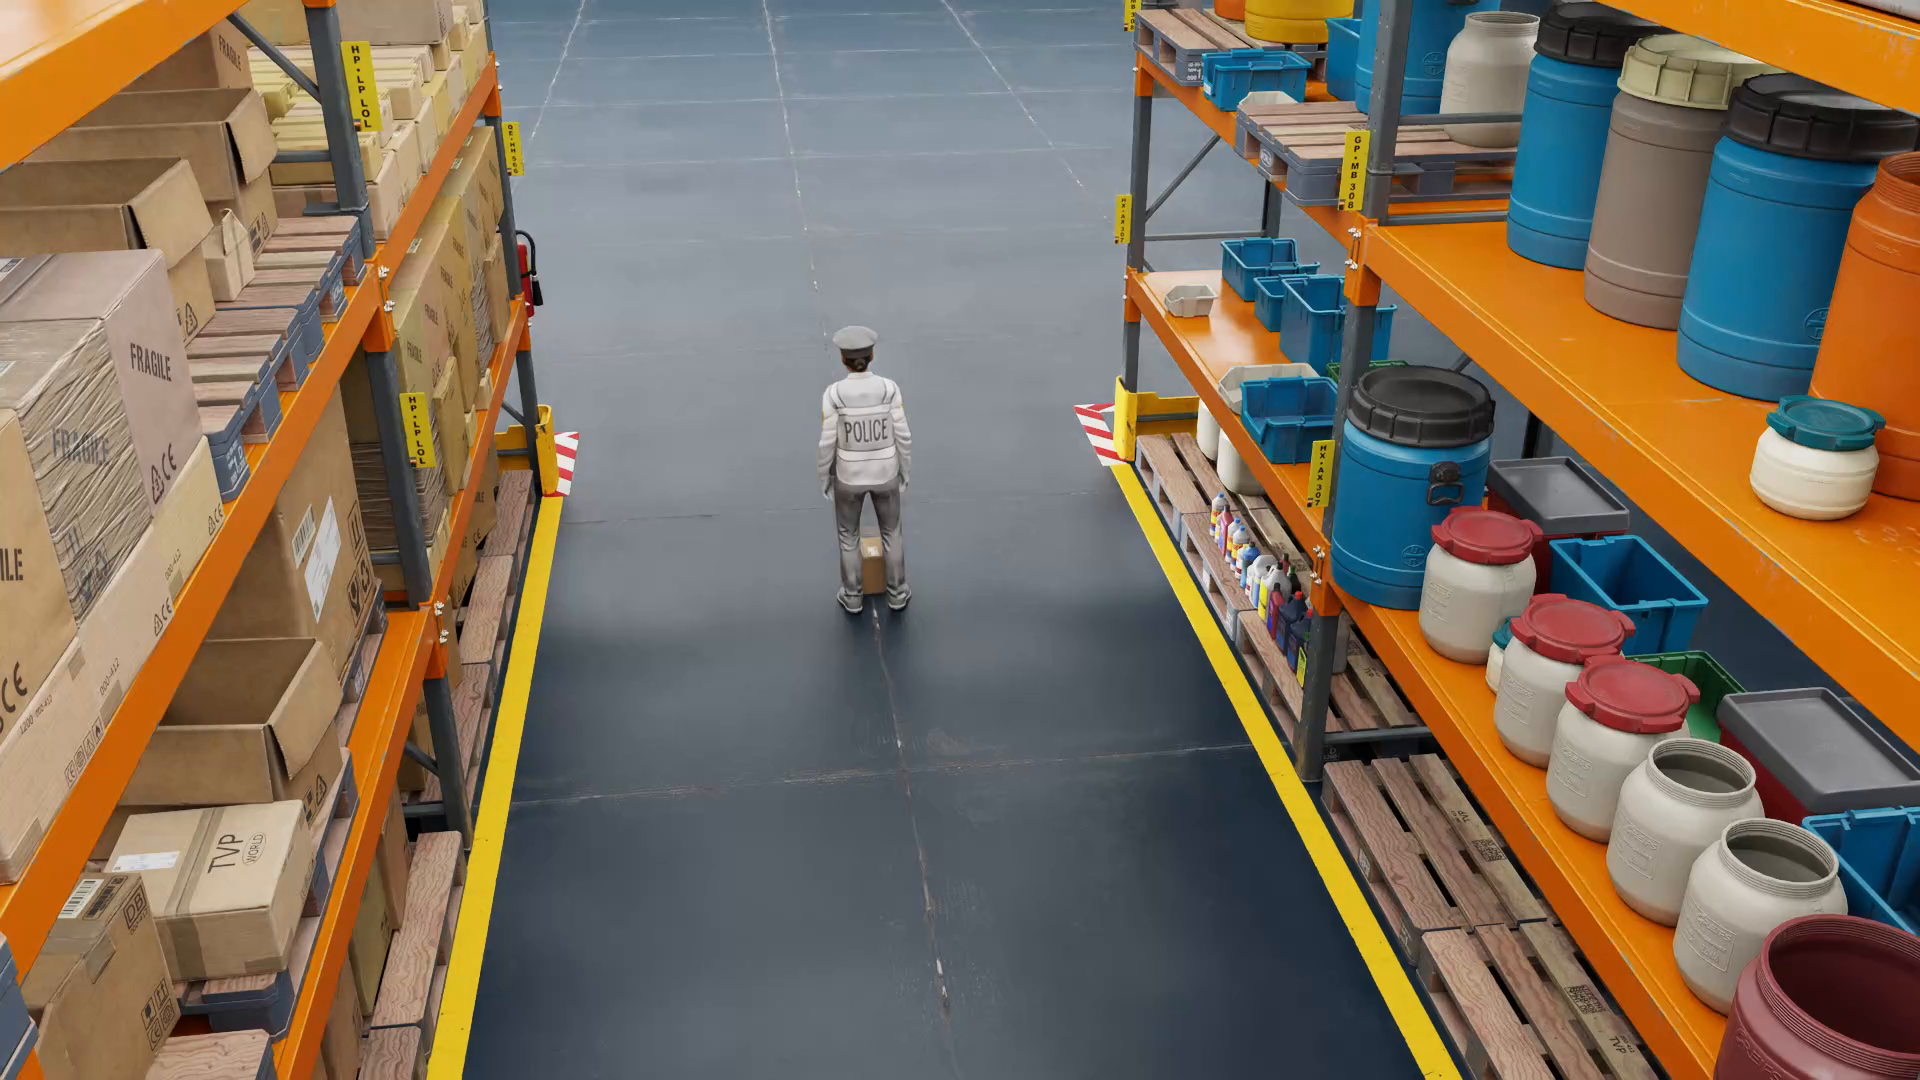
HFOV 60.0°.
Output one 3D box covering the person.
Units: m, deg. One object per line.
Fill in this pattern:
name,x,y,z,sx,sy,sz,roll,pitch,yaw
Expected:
person,-0.533,-0.361,9.315,0.529,1.661,0.375,-5,28,-9
